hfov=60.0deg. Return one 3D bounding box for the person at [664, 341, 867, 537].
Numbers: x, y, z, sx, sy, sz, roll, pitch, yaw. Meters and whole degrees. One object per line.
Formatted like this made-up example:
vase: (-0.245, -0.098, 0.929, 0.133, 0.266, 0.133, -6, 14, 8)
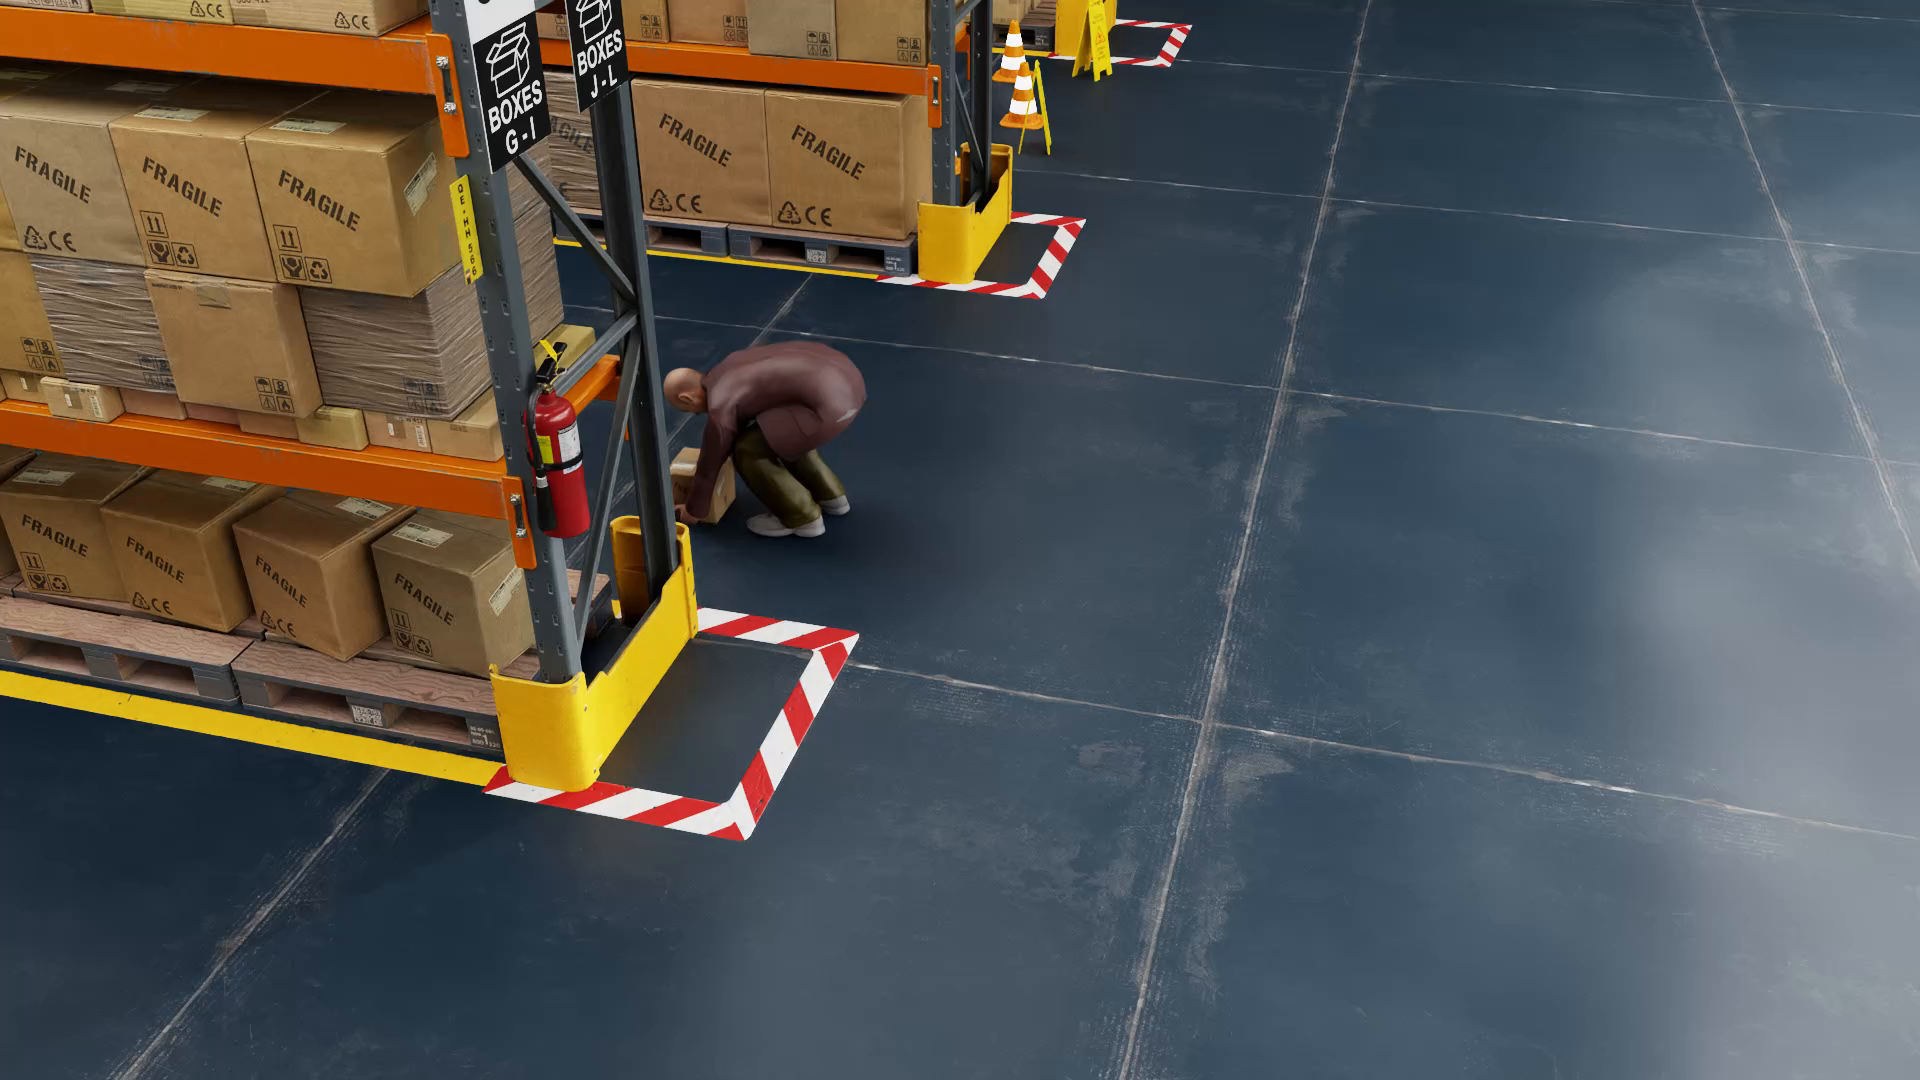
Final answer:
person: (-0.900, -0.487, 7.741, 0.953, 0.923, 0.587, 6, 33, 10)
